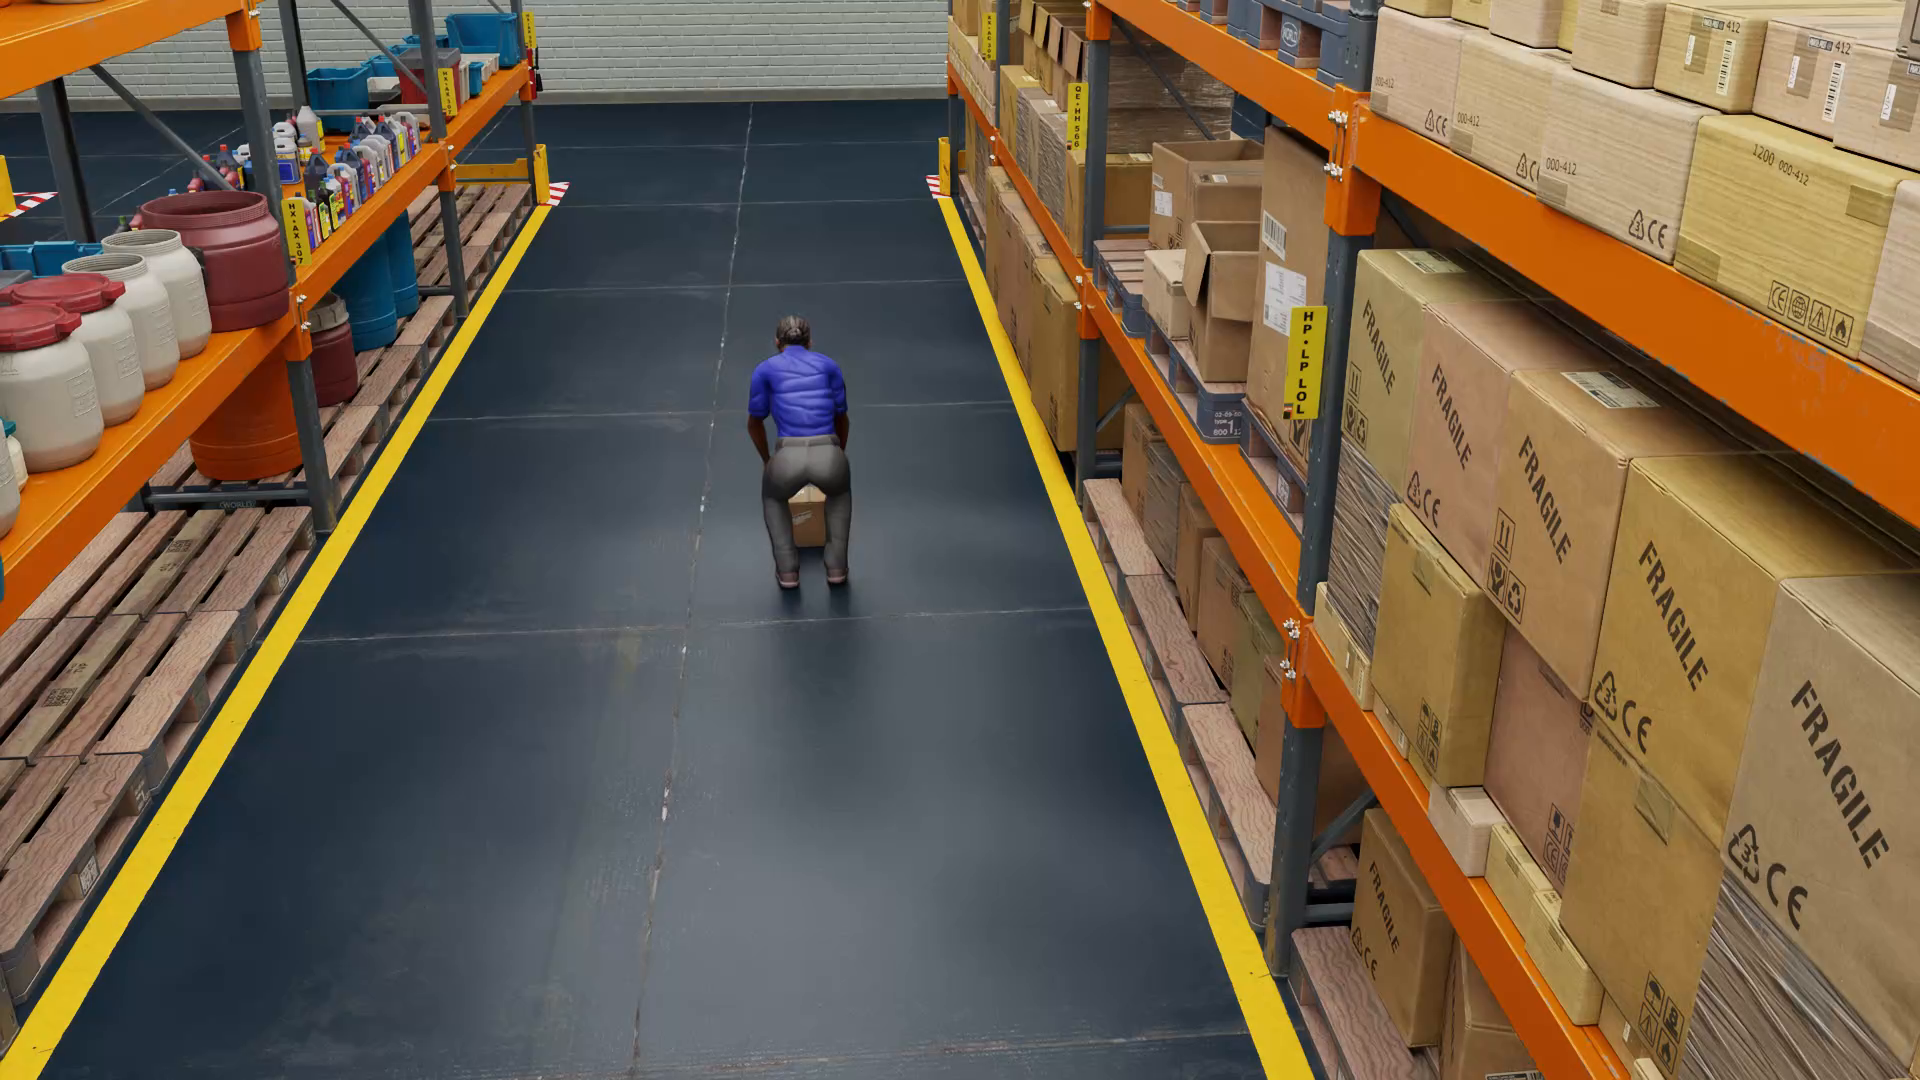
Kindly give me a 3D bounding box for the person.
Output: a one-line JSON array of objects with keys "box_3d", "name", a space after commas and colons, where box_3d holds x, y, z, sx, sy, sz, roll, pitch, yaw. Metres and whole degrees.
[{"box_3d": [-0.775, -0.432, 8.024, 0.495, 1.188, 0.697, -2, 24, -5], "name": "person"}]
